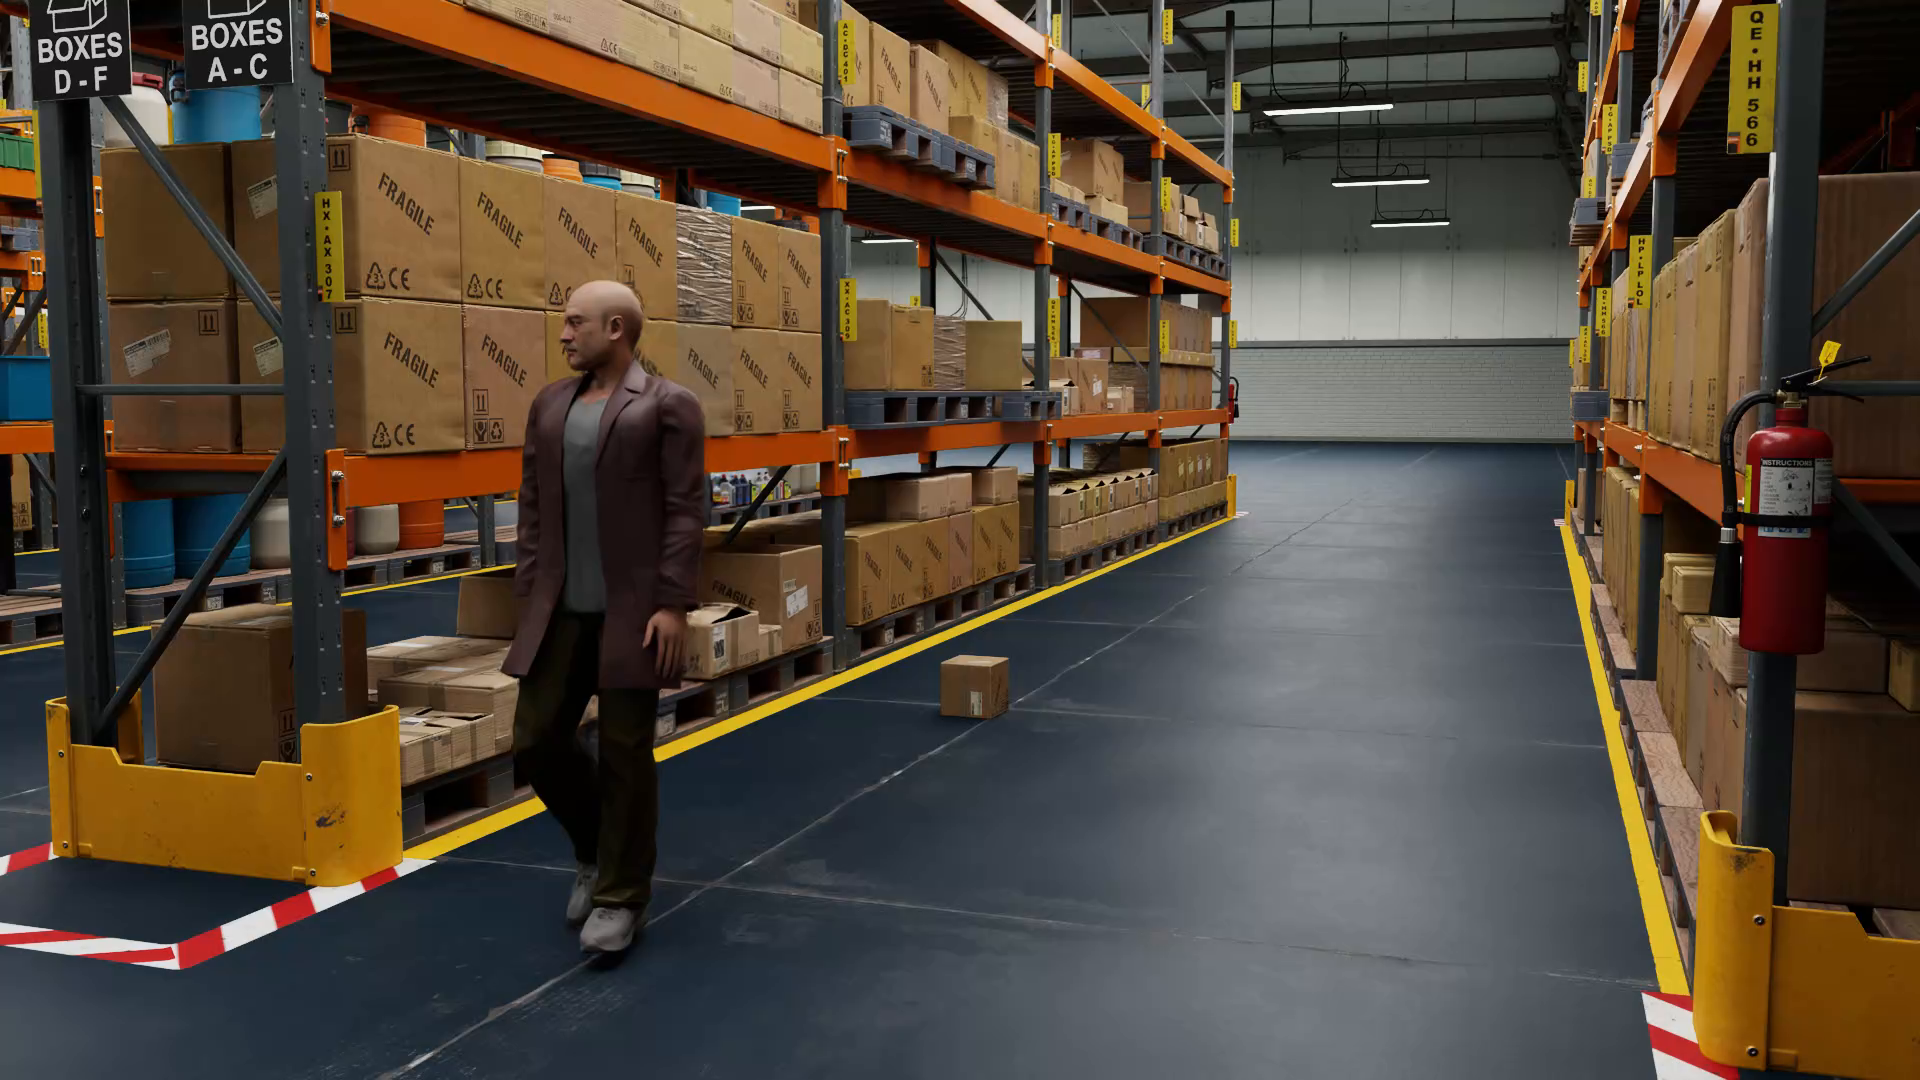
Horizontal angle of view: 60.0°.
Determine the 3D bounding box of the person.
[{"bbox_3d":[-0.977,0.195,4.527,0.594,1.794,0.578,1,5,15],"label":"person"}]
